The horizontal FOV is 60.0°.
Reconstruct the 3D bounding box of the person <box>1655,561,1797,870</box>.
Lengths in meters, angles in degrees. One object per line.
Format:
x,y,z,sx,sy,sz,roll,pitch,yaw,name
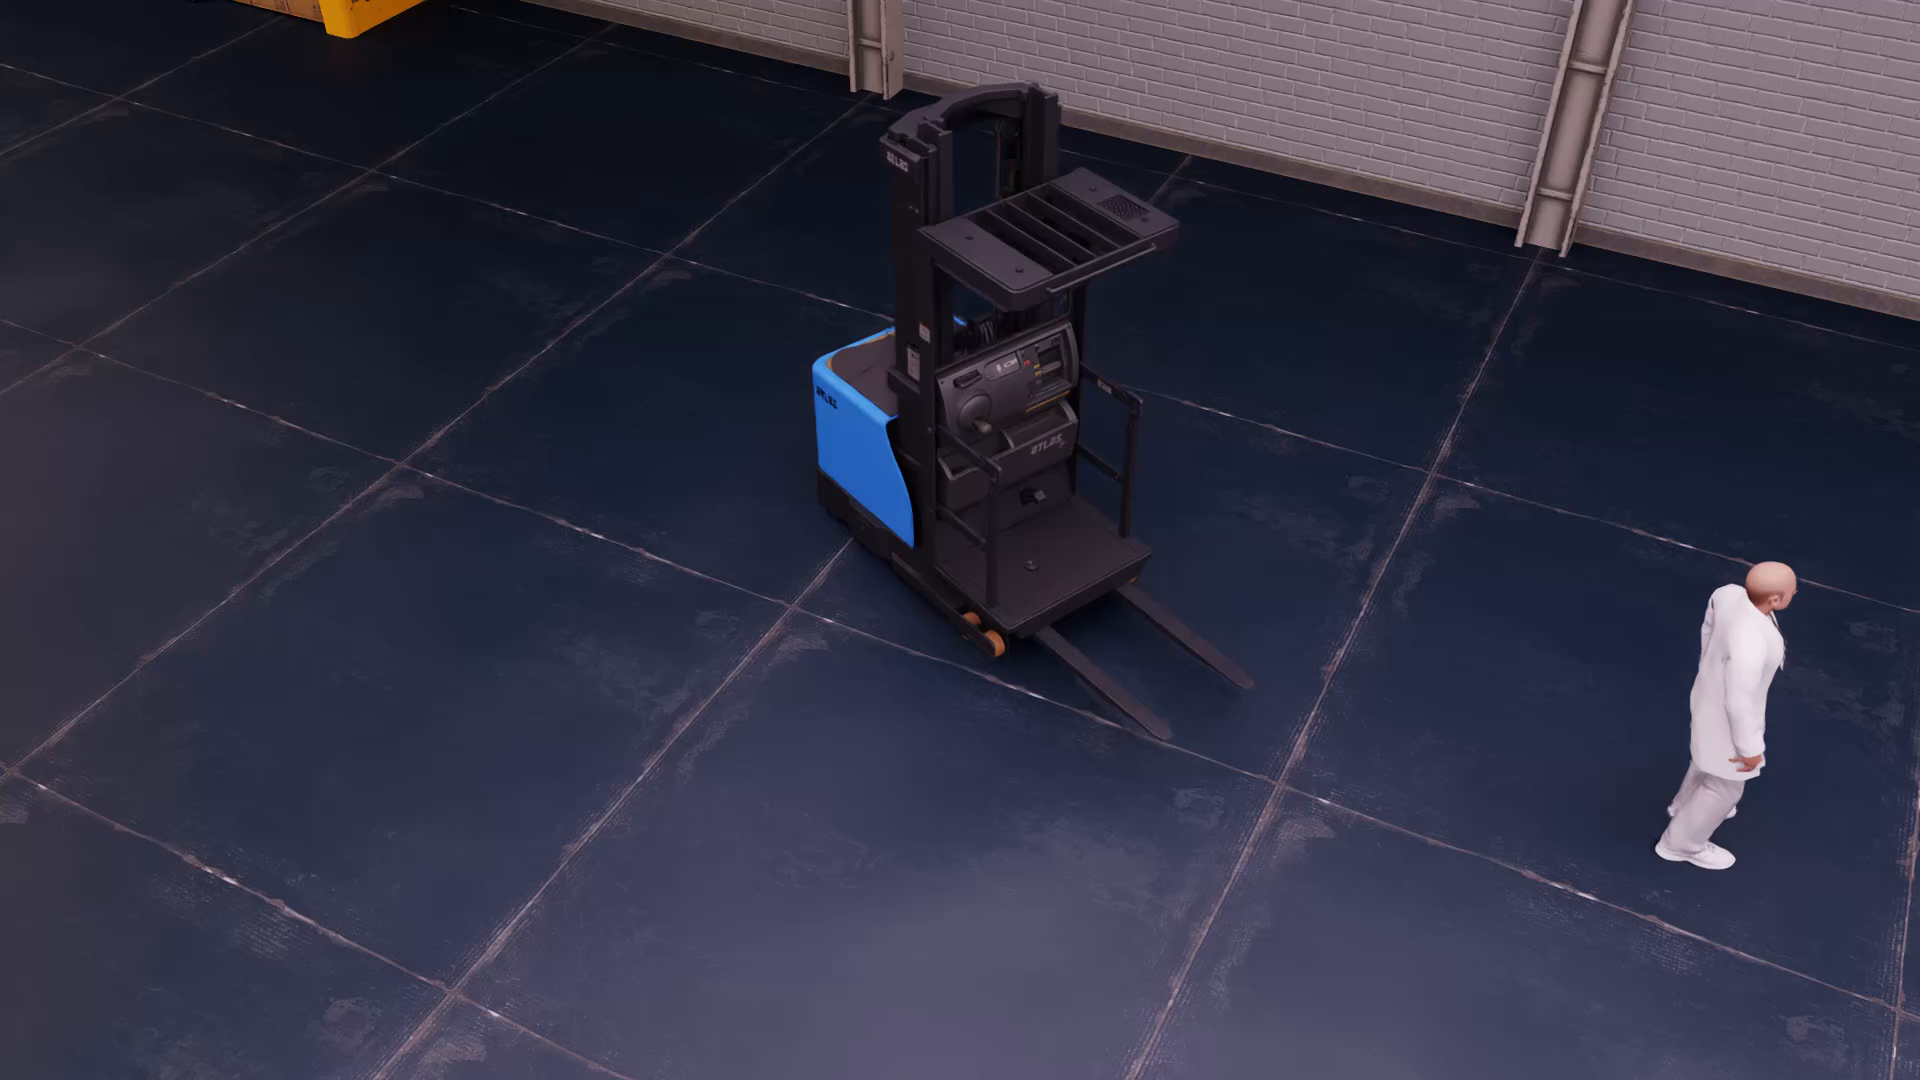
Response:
3.730,0.835,7.916,0.511,1.803,0.681,6,41,7,person

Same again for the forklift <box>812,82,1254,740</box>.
0.402,-0.809,8.947,1.130,2.935,3.031,-27,47,-28,forklift
